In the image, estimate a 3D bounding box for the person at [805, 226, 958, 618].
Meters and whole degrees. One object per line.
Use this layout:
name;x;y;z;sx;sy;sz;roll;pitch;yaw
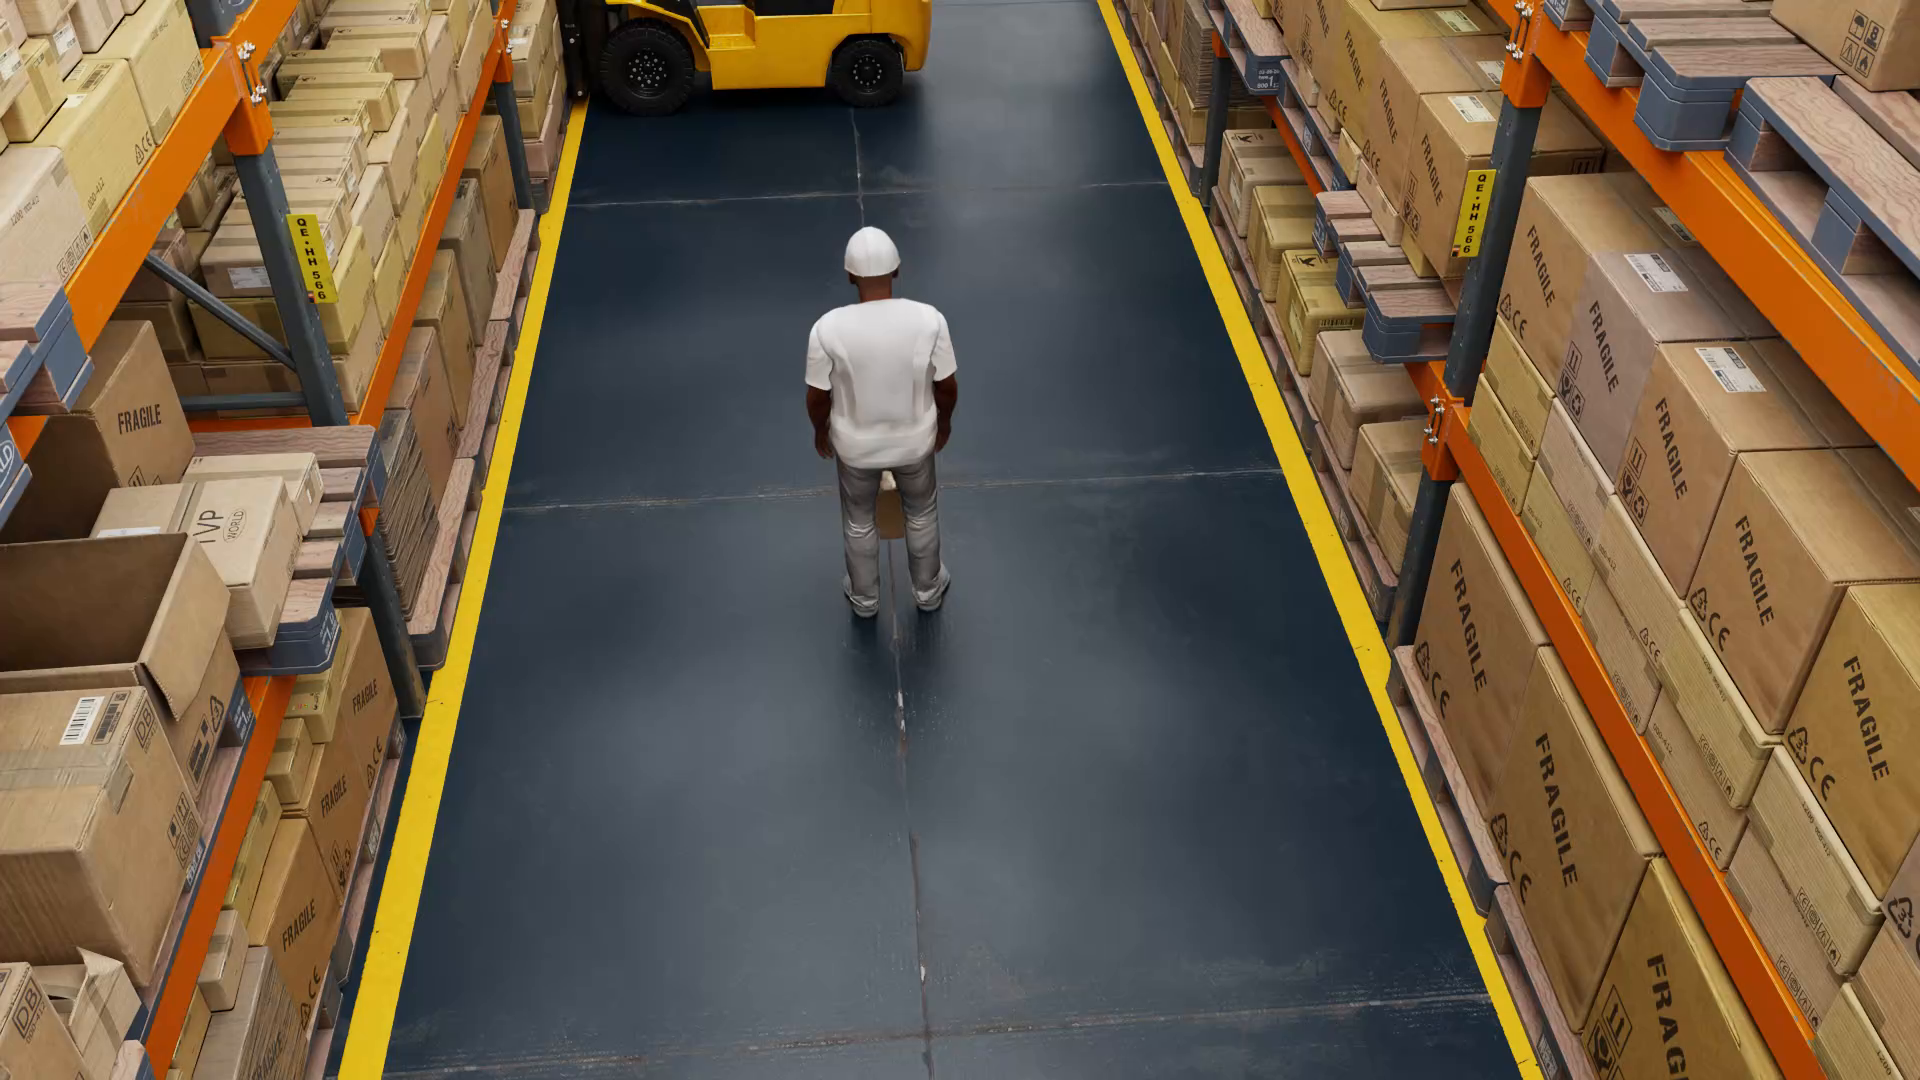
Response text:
person;-0.308;-0.427;6.667;0.598;1.763;0.439;-4;39;-5
